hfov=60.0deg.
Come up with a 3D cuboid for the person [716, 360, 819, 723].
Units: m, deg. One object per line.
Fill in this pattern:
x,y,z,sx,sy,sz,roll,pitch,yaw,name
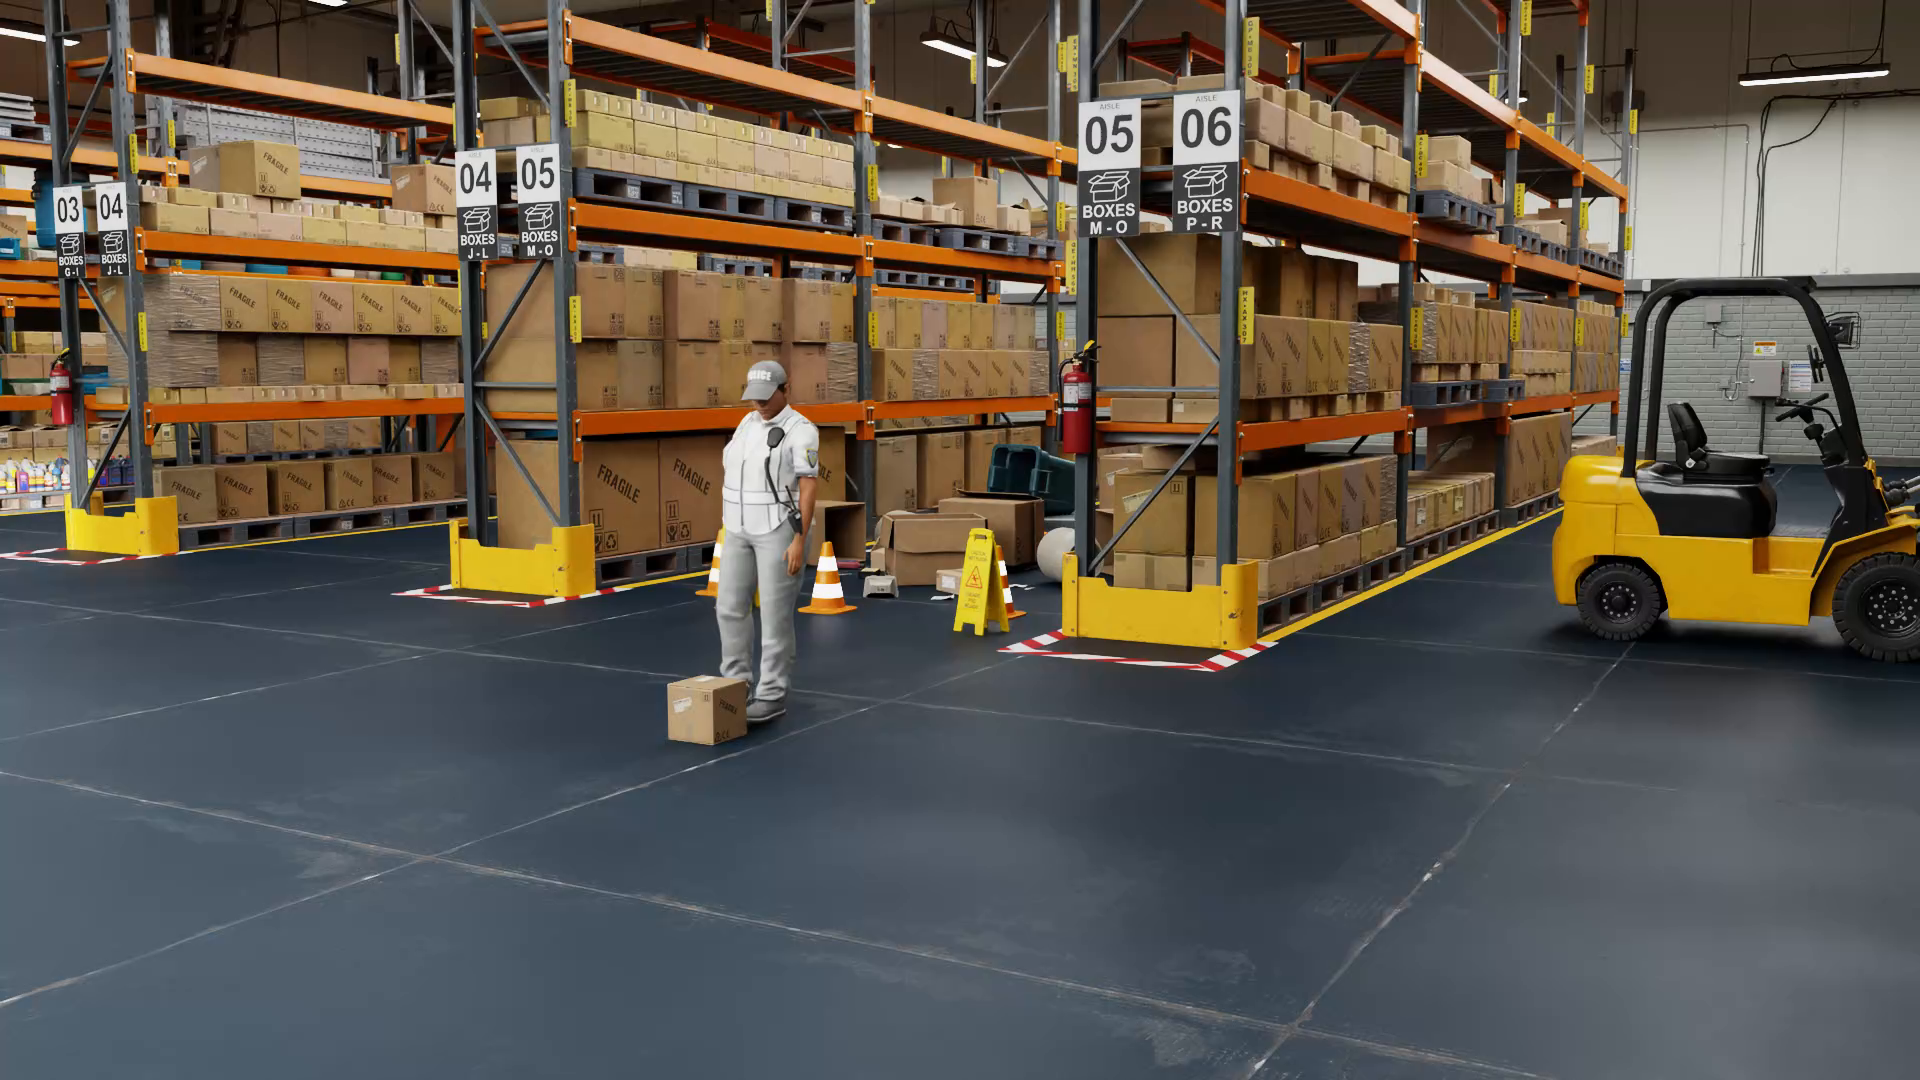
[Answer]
-0.938,0.022,7.729,0.561,1.706,0.476,4,7,34,person
